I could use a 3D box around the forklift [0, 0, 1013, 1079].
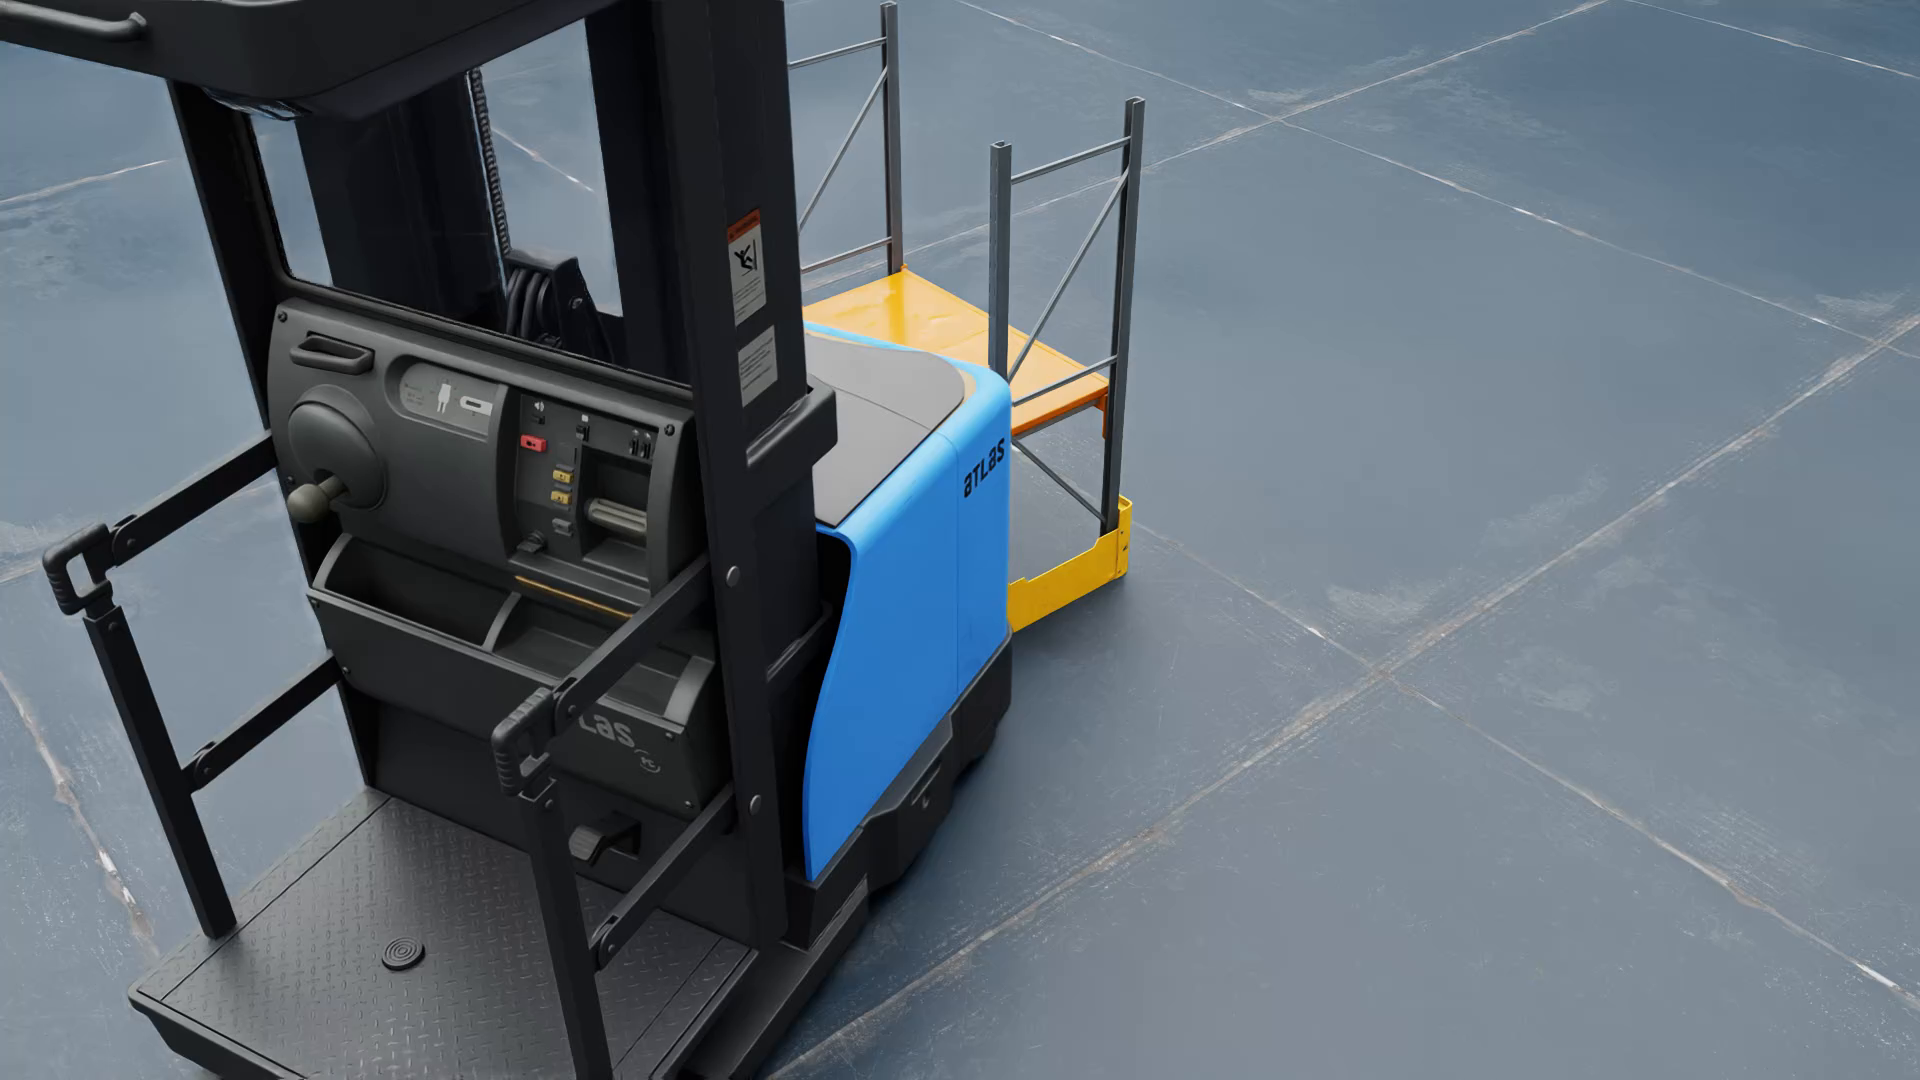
[{"bbox_3d":[-0.986,-0.094,2.846,1.130,2.935,3.031,17,39,22],"label":"forklift"}]

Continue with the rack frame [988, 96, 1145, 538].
[{"bbox_3d":[0.273,-0.425,4.553,0.500,1.500,0.032,-26,43,-32],"label":"rack frame"}]

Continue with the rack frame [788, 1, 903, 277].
[{"bbox_3d":[-0.383,-0.874,5.187,0.500,1.500,0.032,-26,43,-32],"label":"rack frame"}]

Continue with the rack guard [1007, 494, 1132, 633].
[{"bbox_3d":[0.272,0.084,4.915,0.587,0.250,0.087,-26,43,-32],"label":"rack guard"}]

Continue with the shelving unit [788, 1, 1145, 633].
[{"bbox_3d":[-0.049,-0.646,4.864,0.587,1.500,1.083,-26,43,-32],"label":"shelving unit"}]

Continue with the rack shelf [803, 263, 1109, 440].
[{"bbox_3d":[-0.055,-0.503,4.974,0.538,0.185,1.000,-26,43,-32],"label":"rack shelf"}]
